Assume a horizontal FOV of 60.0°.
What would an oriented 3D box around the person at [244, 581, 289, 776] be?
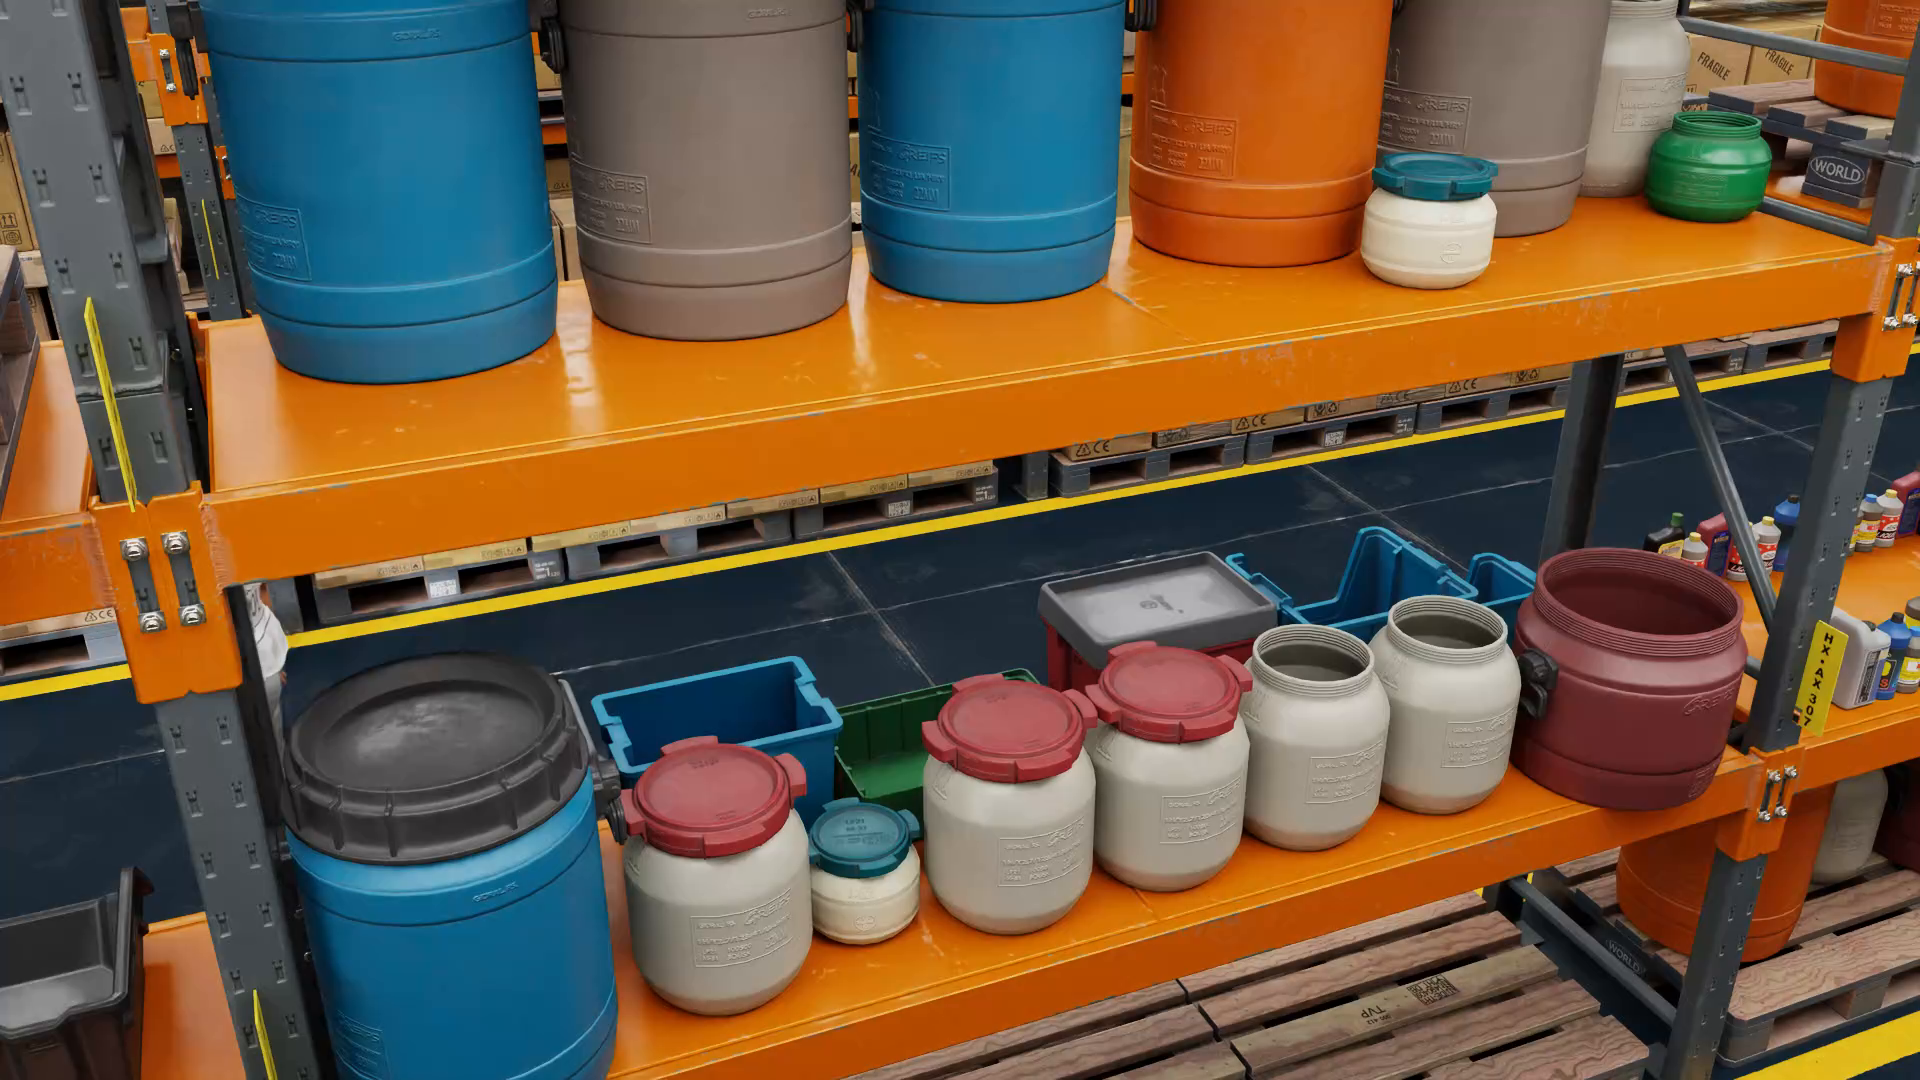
[{"bbox_3d":[-2.683,0.531,6.067,0.535,1.733,0.482,-6,27,-12],"label":"person"}]
